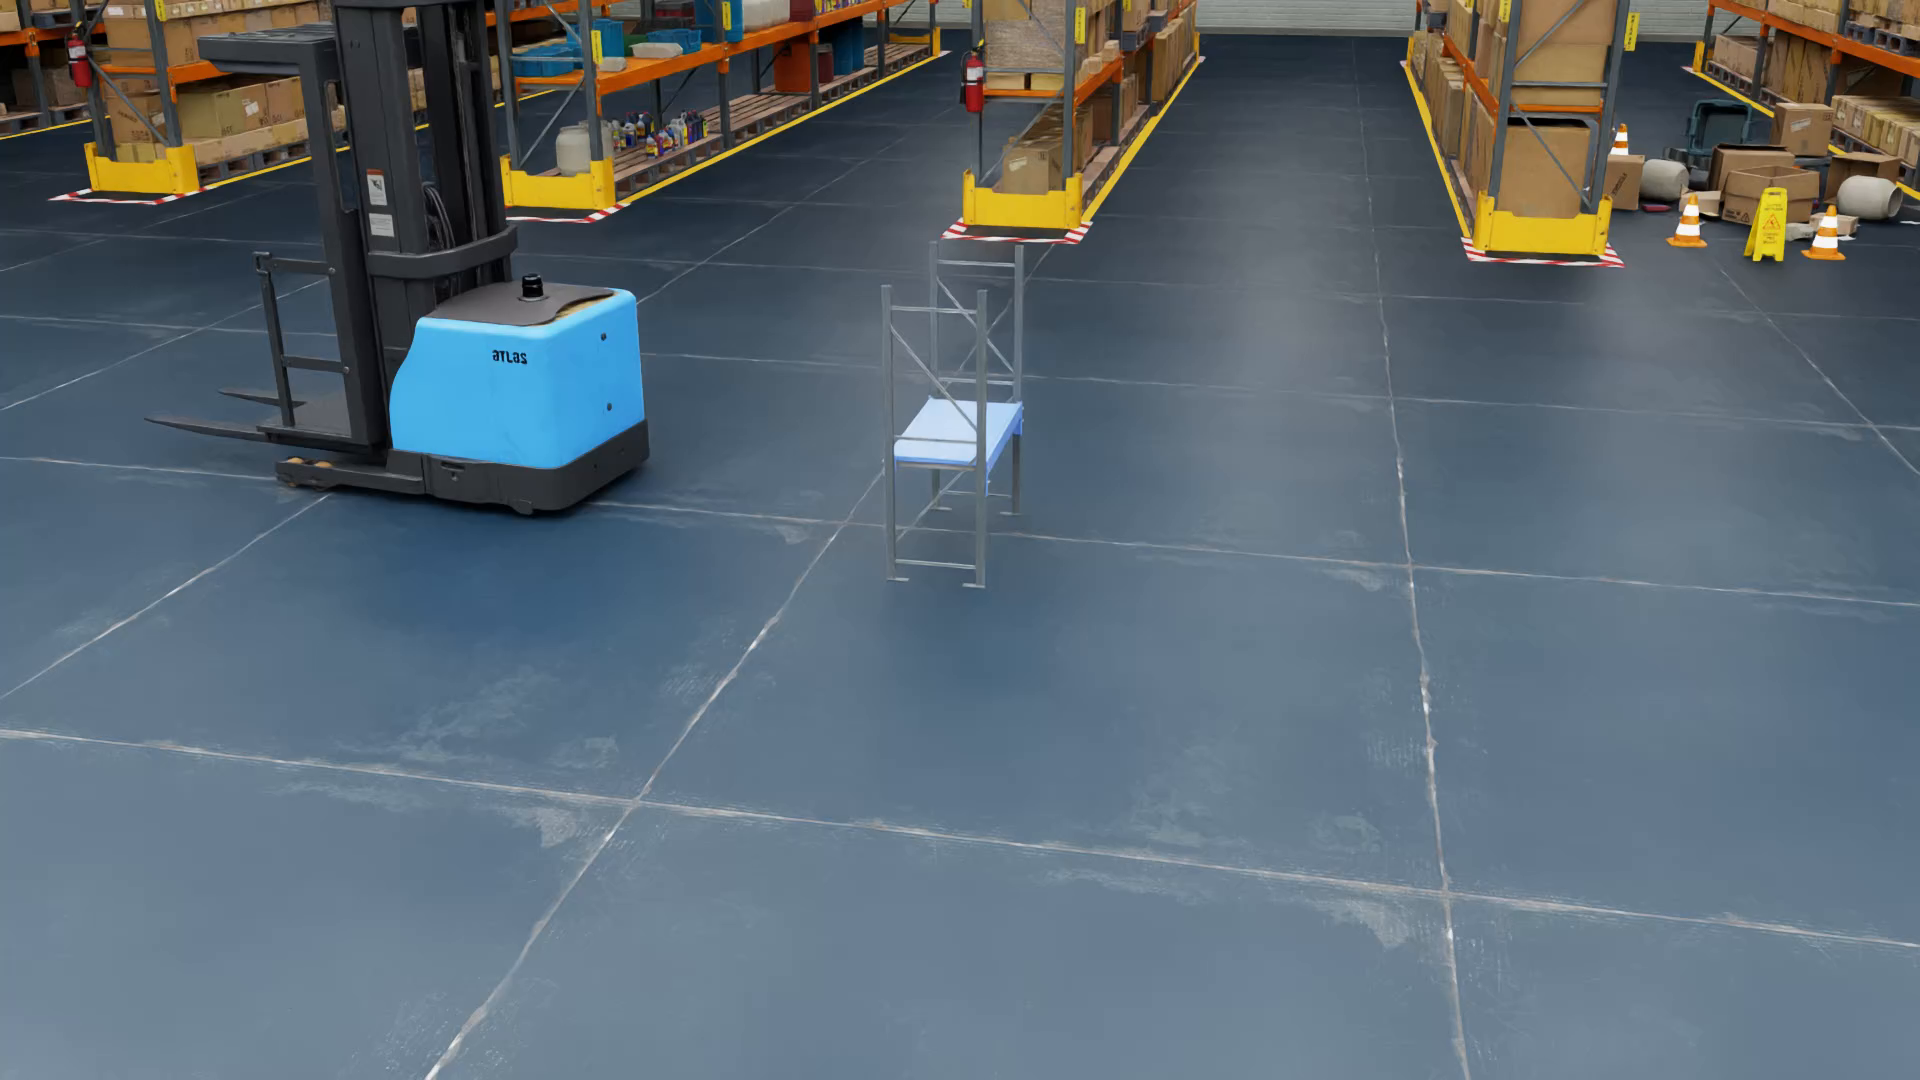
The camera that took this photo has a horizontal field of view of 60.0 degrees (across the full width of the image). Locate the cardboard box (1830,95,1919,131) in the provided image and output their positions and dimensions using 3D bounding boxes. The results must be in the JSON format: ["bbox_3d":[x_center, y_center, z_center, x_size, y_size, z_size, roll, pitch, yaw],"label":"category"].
[{"bbox_3d":[11.822,-5.498,21.446,0.950,0.372,0.625,3,22,7],"label":"cardboard box"}]

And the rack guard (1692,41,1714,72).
[{"bbox_3d":[13.584,-8.504,29.298,1.175,0.500,0.348,4,22,11],"label":"rack guard"}]

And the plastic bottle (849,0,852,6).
[{"bbox_3d":[-1.803,-8.646,26.472,0.152,0.276,0.135,4,22,11],"label":"plastic bottle"}]

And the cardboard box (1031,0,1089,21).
[{"bbox_3d":[0.992,-5.387,16.343,0.500,0.500,0.500,4,22,11],"label":"cardboard box"}]

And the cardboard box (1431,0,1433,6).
[{"bbox_3d":[6.890,-7.638,23.578,0.380,0.149,0.250,4,22,10],"label":"cardboard box"}]

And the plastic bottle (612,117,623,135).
[{"bbox_3d":[-4.116,-4.886,19.927,0.144,0.351,0.185,4,22,10],"label":"plastic bottle"}]

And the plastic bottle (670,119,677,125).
[{"bbox_3d":[-3.458,-5.014,20.344,0.152,0.276,0.135,4,22,11],"label":"plastic bottle"}]

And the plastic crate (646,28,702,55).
[{"bbox_3d":[-3.380,-5.904,19.697,0.499,0.251,0.616,4,22,11],"label":"plastic crate"}]

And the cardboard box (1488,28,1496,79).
[{"bbox_3d":[5.875,-4.947,16.921,0.875,0.550,0.500,4,22,11],"label":"cardboard box"}]

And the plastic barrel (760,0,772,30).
[{"bbox_3d":[-2.772,-7.221,22.587,0.433,0.535,0.433,0,22,0],"label":"plastic barrel"}]

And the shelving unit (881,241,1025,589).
[{"bbox_3d":[-0.017,-0.664,8.496,0.538,1.500,1.048,4,22,11],"label":"shelving unit"}]

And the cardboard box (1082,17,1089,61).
[{"bbox_3d":[0.881,-5.313,17.499,0.875,0.500,0.500,4,22,11],"label":"cardboard box"}]

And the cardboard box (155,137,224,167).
[{"bbox_3d":[-8.757,-4.413,18.915,0.500,0.250,0.500,4,22,11],"label":"cardboard box"}]

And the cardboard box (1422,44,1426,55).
[{"bbox_3d":[7.771,-8.018,27.205,0.380,0.149,0.250,4,22,10],"label":"cardboard box"}]

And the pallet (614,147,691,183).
[{"bbox_3d":[-3.844,-4.415,19.534,1.003,0.211,1.213,4,22,11],"label":"pallet"}]

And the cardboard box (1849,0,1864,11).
[{"bbox_3d":[11.628,-6.961,21.028,0.500,0.500,0.500,4,22,9],"label":"cardboard box"}]

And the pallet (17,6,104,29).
[{"bbox_3d":[-12.820,-7.333,23.304,1.003,0.211,1.213,4,22,11],"label":"pallet"}]

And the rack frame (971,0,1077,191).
[{"bbox_3d":[0.613,-4.558,16.156,1.000,3.000,0.127,4,22,11],"label":"rack frame"}]

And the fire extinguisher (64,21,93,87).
[{"bbox_3d":[-9.563,-5.271,18.030,0.296,0.674,0.183,4,22,11],"label":"fire extinguisher"}]

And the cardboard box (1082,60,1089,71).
[{"bbox_3d":[1.153,-4.985,17.553,0.380,0.149,0.250,4,22,11],"label":"cardboard box"}]

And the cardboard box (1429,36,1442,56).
[{"bbox_3d":[7.381,-7.470,25.166,0.500,0.250,0.500,5,22,12],"label":"cardboard box"}]

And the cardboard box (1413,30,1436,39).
[{"bbox_3d":[8.273,-8.977,29.586,0.380,0.149,0.250,3,22,8],"label":"cardboard box"}]

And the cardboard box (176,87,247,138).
[{"bbox_3d":[-8.657,-4.944,19.229,0.500,0.500,0.500,4,22,11],"label":"cardboard box"}]

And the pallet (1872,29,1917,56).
[{"bbox_3d":[11.583,-5.912,19.776,1.003,0.211,1.213,4,22,11],"label":"pallet"}]

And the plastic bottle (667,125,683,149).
[{"bbox_3d":[-3.411,-4.834,19.899,0.152,0.276,0.135,5,22,12],"label":"plastic bottle"}]

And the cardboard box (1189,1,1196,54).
[{"bbox_3d":[3.826,-9.379,30.408,0.875,0.875,0.875,4,22,11],"label":"cardboard box"}]

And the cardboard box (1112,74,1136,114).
[{"bbox_3d":[2.028,-6.078,22.687,0.700,0.500,0.500,3,22,6],"label":"cardboard box"}]

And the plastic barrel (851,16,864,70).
[{"bbox_3d":[-1.915,-8.348,27.813,0.600,0.901,0.708,4,22,11],"label":"plastic barrel"}]

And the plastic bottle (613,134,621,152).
[{"bbox_3d":[-4.058,-4.685,19.628,0.097,0.201,0.097,0,22,0],"label":"plastic bottle"}]

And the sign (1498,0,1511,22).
[{"bbox_3d":[4.920,-4.836,14.980,0.100,0.325,0.005,4,22,11],"label":"sign"}]

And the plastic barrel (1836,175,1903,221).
[{"bbox_3d":[9.254,-3.478,16.924,0.421,0.421,0.512,-16,27,-35],"label":"plastic barrel"}]

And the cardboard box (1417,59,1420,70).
[{"bbox_3d":[7.854,-7.952,27.837,0.380,0.149,0.250,4,22,11],"label":"cardboard box"}]

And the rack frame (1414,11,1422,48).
[{"bbox_3d":[8.713,-9.995,29.655,1.000,3.000,0.127,4,22,11],"label":"rack frame"}]

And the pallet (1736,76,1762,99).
[{"bbox_3d":[12.995,-7.170,26.374,1.003,0.211,1.213,4,22,11],"label":"pallet"}]

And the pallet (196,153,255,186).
[{"bbox_3d":[-8.969,-4.304,19.258,1.003,0.211,1.213,4,22,11],"label":"pallet"}]

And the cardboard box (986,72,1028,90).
[{"bbox_3d":[0.469,-4.562,16.501,0.380,0.149,0.250,4,22,11],"label":"cardboard box"}]

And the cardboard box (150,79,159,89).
[{"bbox_3d":[-12.617,-7.214,25.509,0.700,0.500,0.500,4,22,11],"label":"cardboard box"}]

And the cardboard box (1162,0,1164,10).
[{"bbox_3d":[2.714,-7.876,24.261,0.500,0.500,0.500,4,22,9],"label":"cardboard box"}]

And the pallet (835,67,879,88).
[{"bbox_3d":[-1.985,-7.752,27.819,1.003,0.211,1.213,4,22,11],"label":"pallet"}]

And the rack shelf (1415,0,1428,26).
[{"bbox_3d":[8.305,-8.929,27.973,1.077,0.370,4.000,4,22,11],"label":"rack shelf"}]

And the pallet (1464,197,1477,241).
[{"bbox_3d":[5.535,-3.148,16.387,1.003,0.211,1.213,4,22,11],"label":"pallet"}]

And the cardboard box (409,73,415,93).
[{"bbox_3d":[-7.832,-6.272,22.779,0.500,0.311,0.500,4,22,10],"label":"cardboard box"}]

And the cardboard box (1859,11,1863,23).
[{"bbox_3d":[11.608,-6.601,21.003,0.380,0.149,0.250,3,22,8],"label":"cardboard box"}]

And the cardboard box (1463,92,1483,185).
[{"bbox_3d":[5.887,-4.261,17.699,0.875,0.875,0.875,5,22,11],"label":"cardboard box"}]

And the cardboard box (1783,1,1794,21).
[{"bbox_3d":[12.191,-7.605,23.923,0.500,0.250,0.500,4,22,10],"label":"cardboard box"}]

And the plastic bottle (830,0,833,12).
[{"bbox_3d":[-1.985,-8.240,25.455,0.061,0.283,0.133,4,22,11],"label":"plastic bottle"}]

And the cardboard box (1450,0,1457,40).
[{"bbox_3d":[6.520,-6.601,21.095,0.500,0.500,0.500,4,22,11],"label":"cardboard box"}]

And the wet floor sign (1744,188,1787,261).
[{"bbox_3d":[7.380,-2.889,15.164,0.267,0.644,0.232,1,22,2],"label":"wet floor sign"}]

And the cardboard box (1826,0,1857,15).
[{"bbox_3d":[11.797,-7.087,21.968,0.500,0.250,0.500,4,22,11],"label":"cardboard box"}]

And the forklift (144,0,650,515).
[{"bbox_3d":[-3.417,-1.818,9.443,3.031,2.935,1.130,8,23,18],"label":"forklift"}]

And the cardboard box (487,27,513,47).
[{"bbox_3d":[-7.483,-8.014,26.490,0.500,0.250,0.500,5,23,13],"label":"cardboard box"}]

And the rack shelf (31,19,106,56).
[{"bbox_3d":[-12.710,-7.552,24.552,1.077,0.370,4.000,4,22,11],"label":"rack shelf"}]

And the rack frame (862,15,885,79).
[{"bbox_3d":[-1.787,-9.324,27.991,1.000,3.000,0.127,4,22,11],"label":"rack frame"}]

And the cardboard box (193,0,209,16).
[{"bbox_3d":[-8.690,-5.977,18.677,0.380,0.149,0.250,5,22,11],"label":"cardboard box"}]

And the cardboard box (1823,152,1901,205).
[{"bbox_3d":[9.580,-3.819,17.664,0.500,0.500,0.500,-16,27,-35],"label":"cardboard box"}]

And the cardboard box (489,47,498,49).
[{"bbox_3d":[-7.491,-7.645,26.578,0.500,0.500,0.500,5,23,13],"label":"cardboard box"}]

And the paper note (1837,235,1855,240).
[{"bbox_3d":[8.559,-2.923,16.070,0.148,0.019,0.142,-3,22,-8],"label":"paper note"}]
